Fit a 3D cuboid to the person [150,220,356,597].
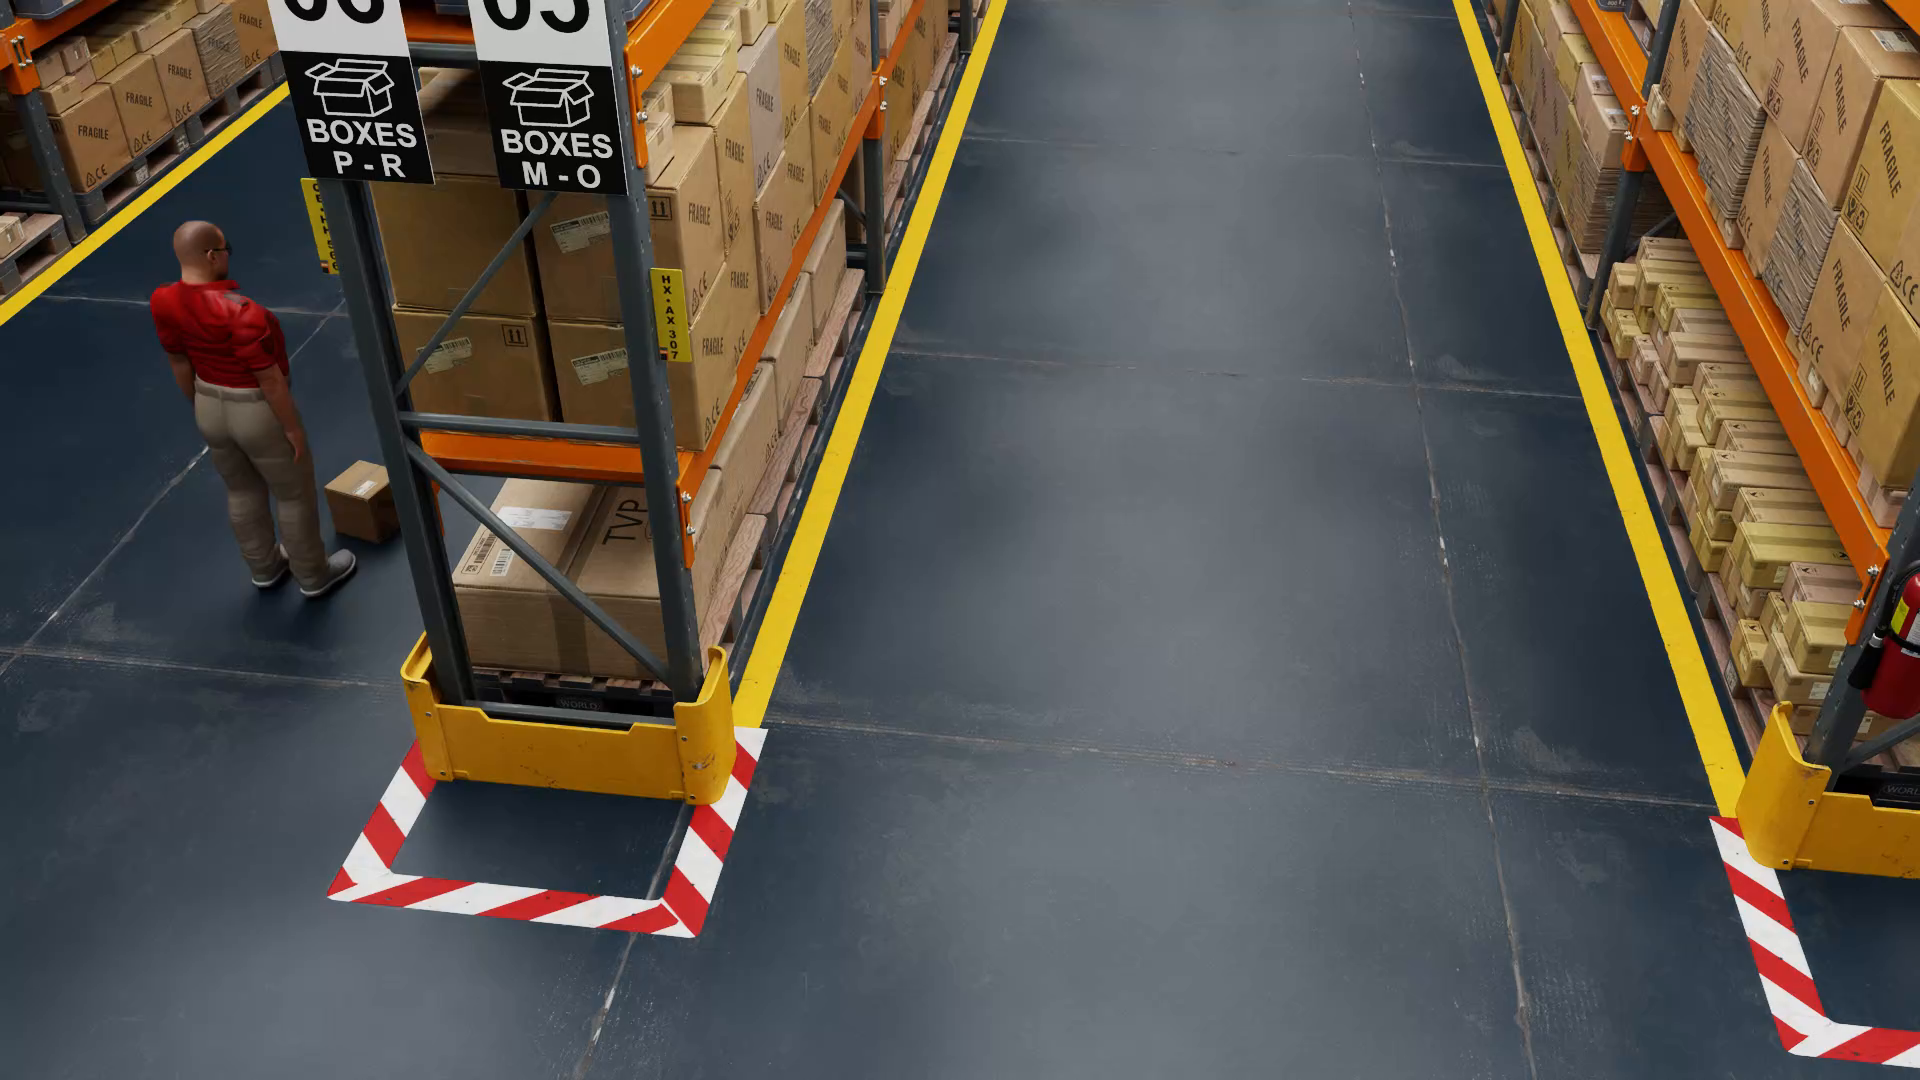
[{"bbox_3d":[-2.911,-0.529,6.857,0.551,1.729,0.403,11,37,14],"label":"person"}]
